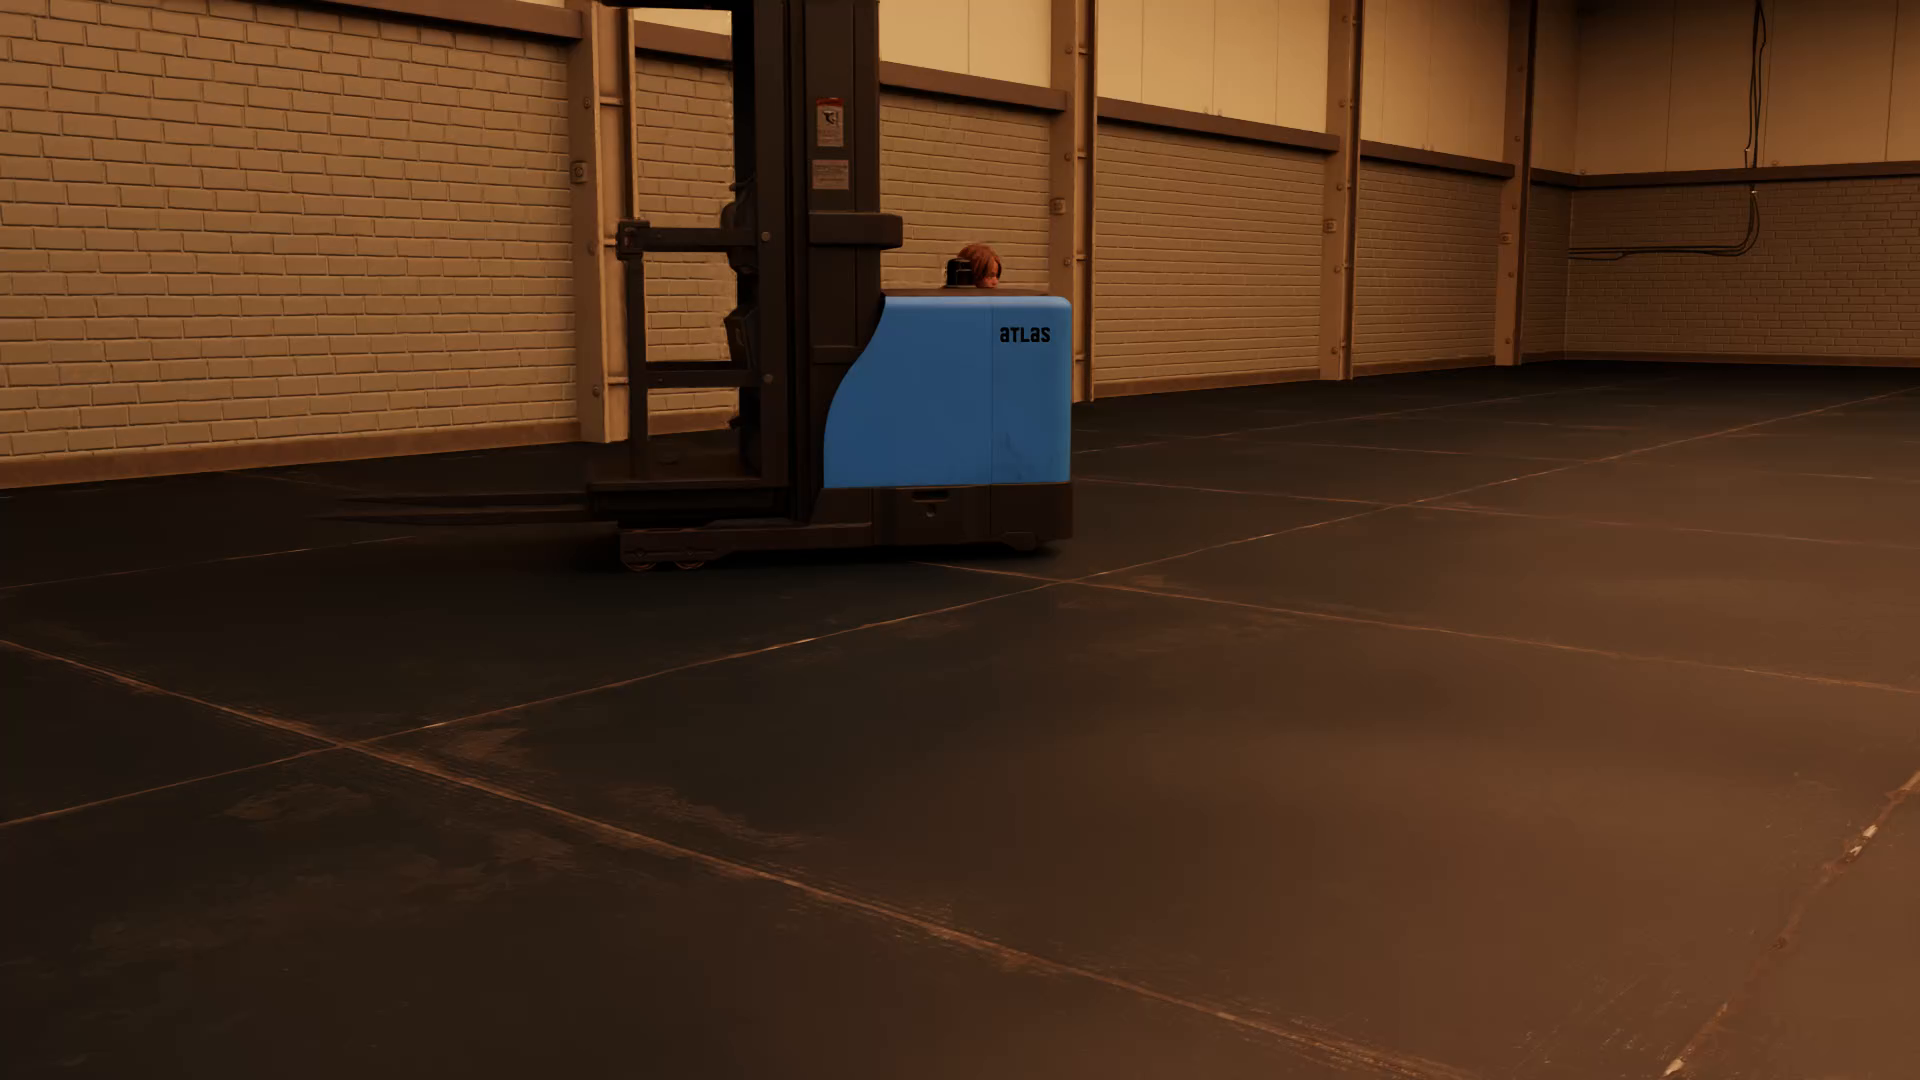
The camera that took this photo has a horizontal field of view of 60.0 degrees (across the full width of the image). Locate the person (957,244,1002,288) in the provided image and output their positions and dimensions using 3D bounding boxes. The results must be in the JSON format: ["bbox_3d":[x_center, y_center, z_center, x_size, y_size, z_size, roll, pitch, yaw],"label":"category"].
[{"bbox_3d":[0.204,-0.756,8.013,0.823,1.307,0.783,5,10,32],"label":"person"}]

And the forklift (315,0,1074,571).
[{"bbox_3d":[-1.095,-1.410,6.917,3.031,2.935,1.130,-2,9,-12],"label":"forklift"}]
